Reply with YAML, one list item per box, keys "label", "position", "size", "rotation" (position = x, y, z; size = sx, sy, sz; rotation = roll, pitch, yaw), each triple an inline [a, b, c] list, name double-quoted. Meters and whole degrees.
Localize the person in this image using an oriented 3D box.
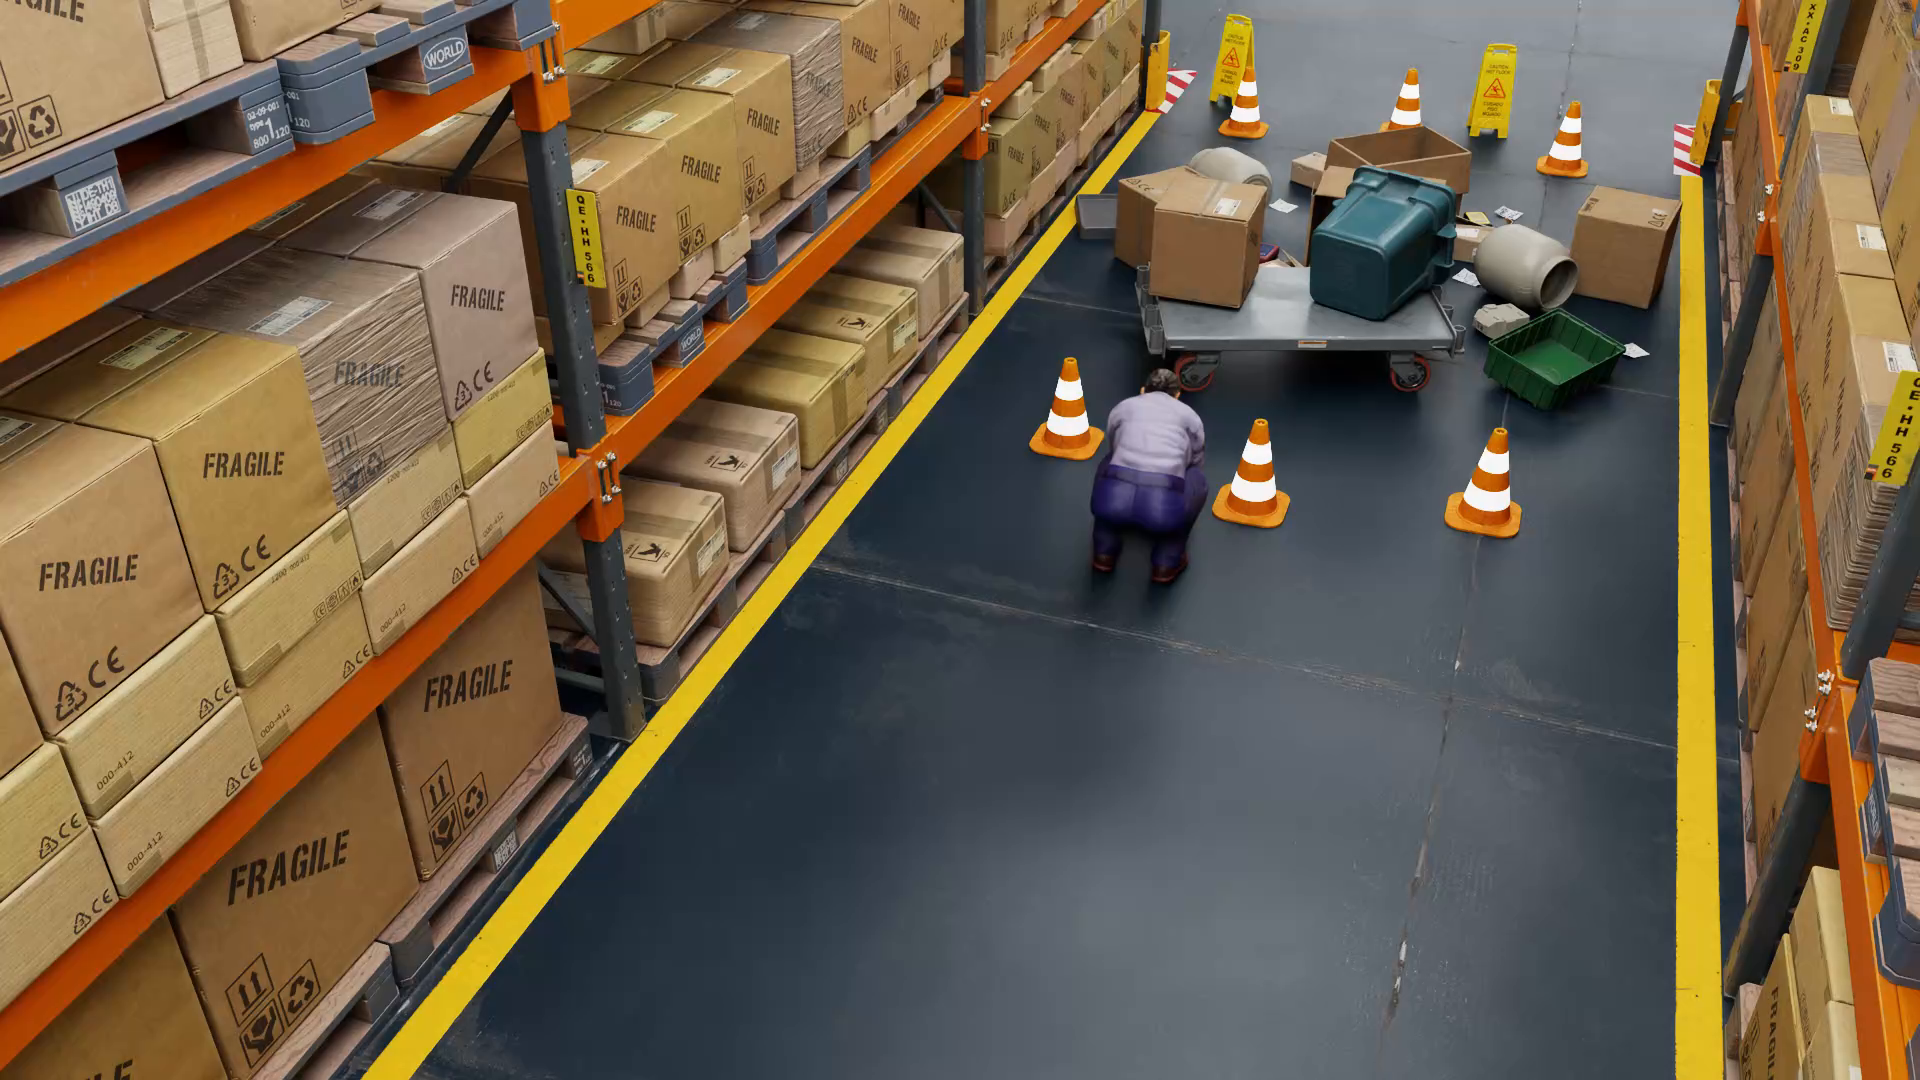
- label: "person"
  position: [0.847, -0.262, 7.424]
  size: [0.515, 0.763, 0.871]
  rotation: [11, 35, 15]
